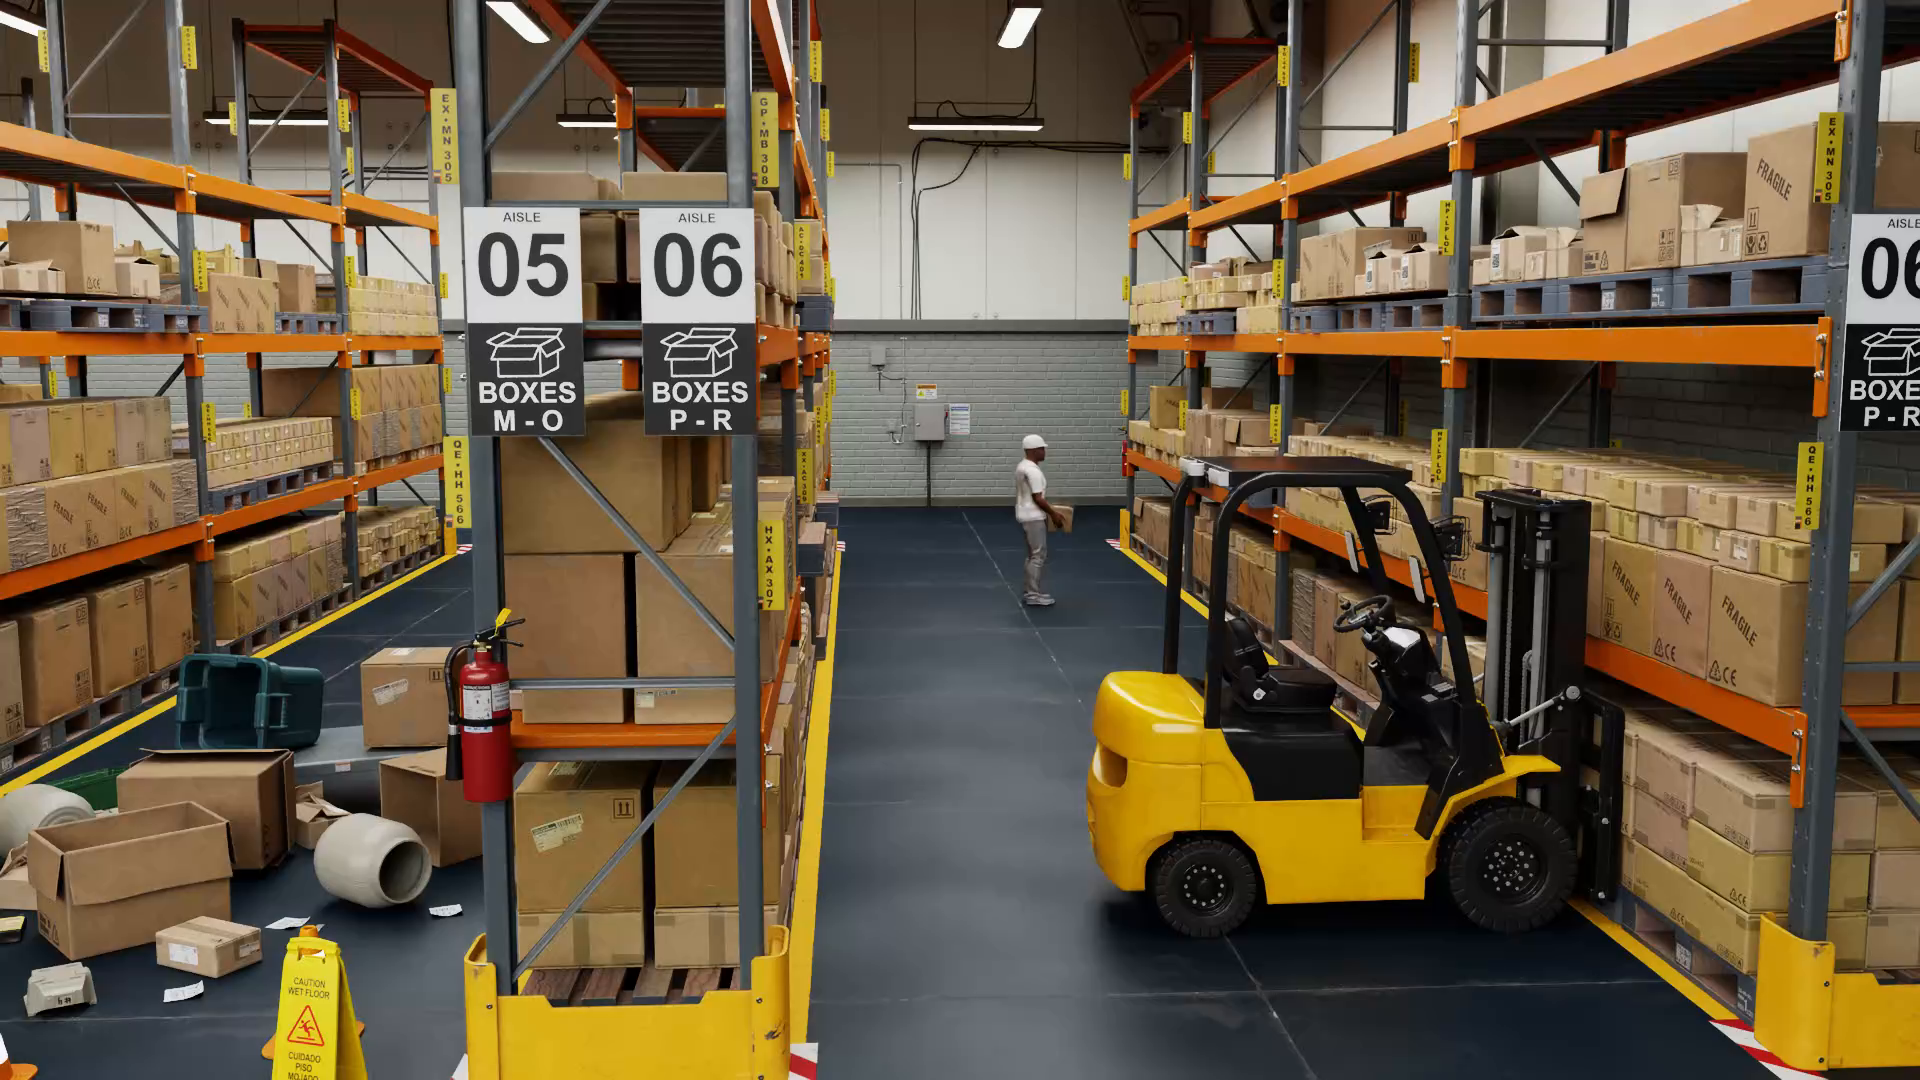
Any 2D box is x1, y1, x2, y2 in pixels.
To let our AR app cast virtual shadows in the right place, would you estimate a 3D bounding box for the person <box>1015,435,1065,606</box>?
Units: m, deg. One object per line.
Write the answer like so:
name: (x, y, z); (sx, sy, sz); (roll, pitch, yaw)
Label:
person: (0.828, -0.215, 17.438); (0.509, 1.768, 0.562); (-1, 7, -4)
